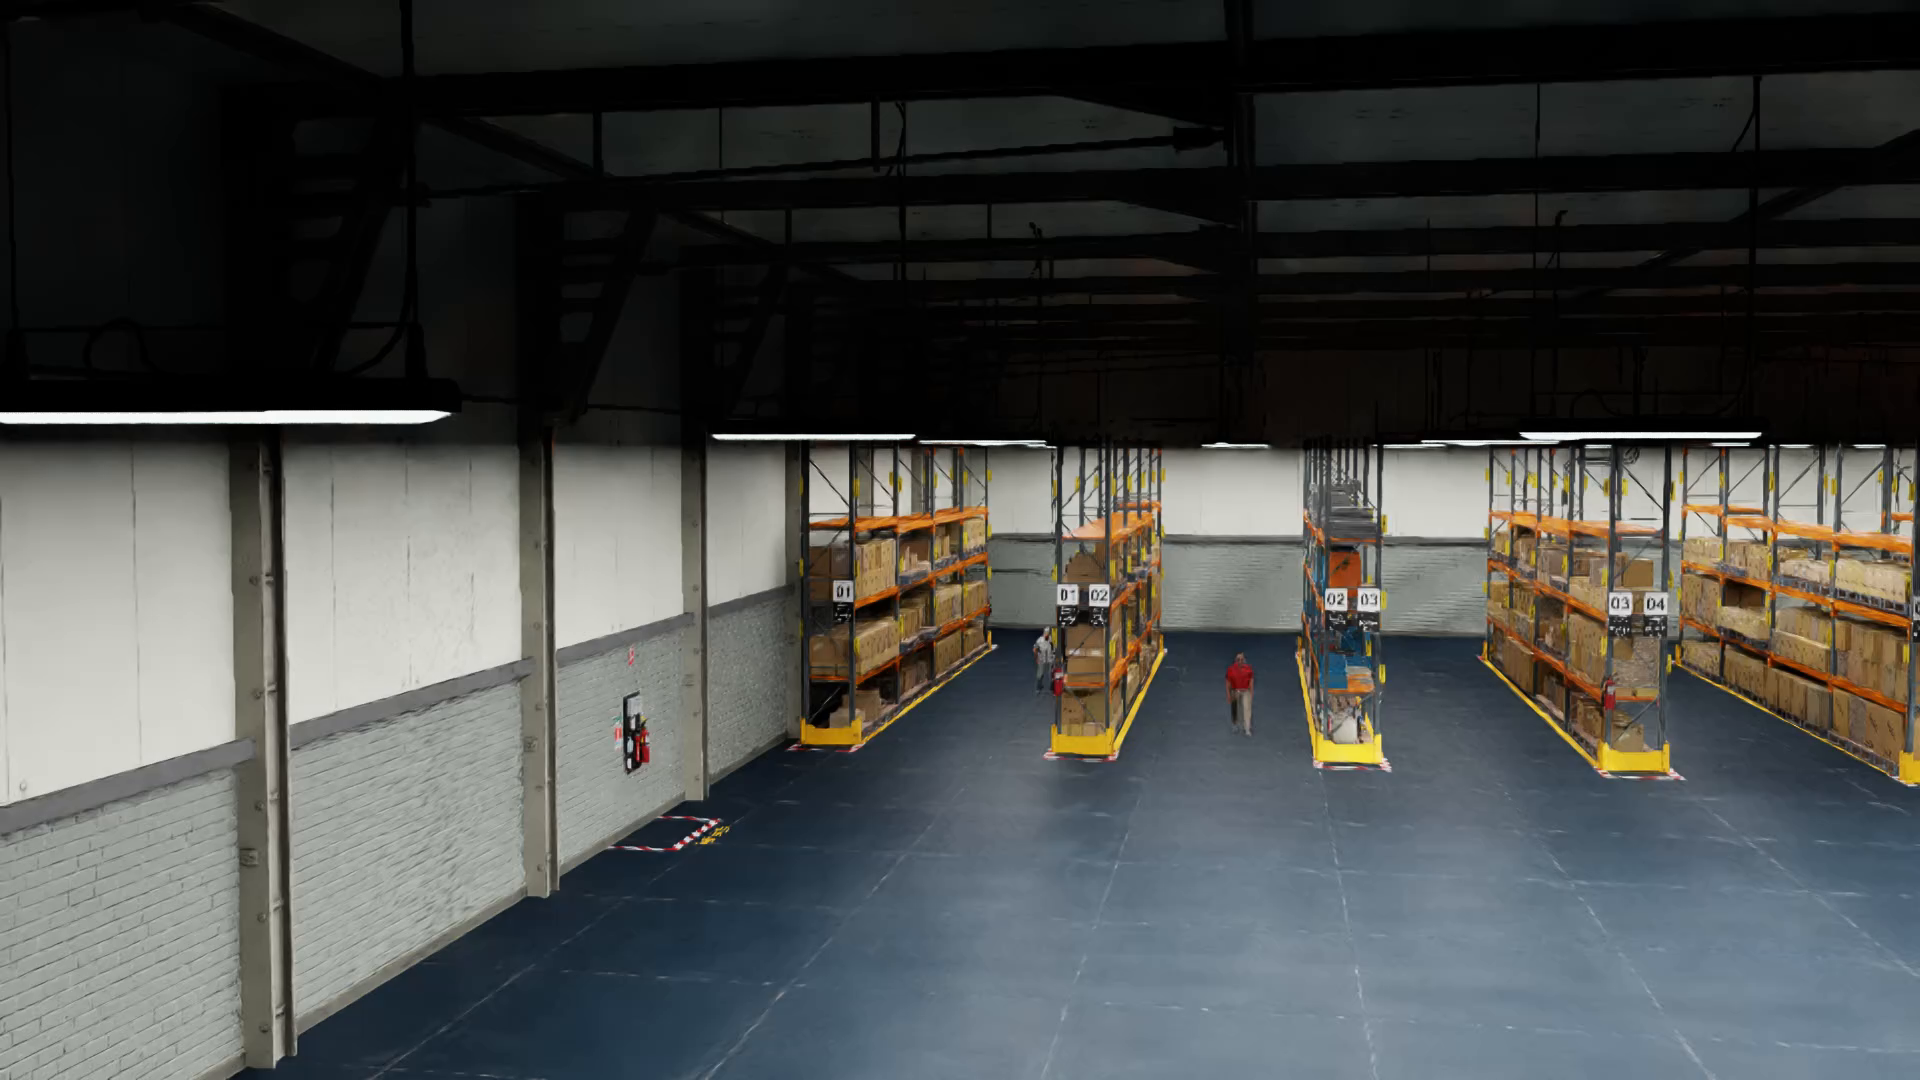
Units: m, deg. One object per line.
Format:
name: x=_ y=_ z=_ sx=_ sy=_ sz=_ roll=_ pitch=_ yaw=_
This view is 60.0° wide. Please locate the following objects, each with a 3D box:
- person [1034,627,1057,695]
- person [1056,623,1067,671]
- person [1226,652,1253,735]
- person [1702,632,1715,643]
person: x=2.029 y=2.822 z=38.897 sx=0.625 sy=1.611 sz=0.582 roll=0 pitch=3 yaw=8
person: x=2.703 y=2.579 z=42.094 sx=0.598 sy=1.698 sz=1.193 roll=1 pitch=3 yaw=13
person: x=5.621 y=3.067 z=33.443 sx=0.547 sy=1.641 sz=1.115 roll=0 pitch=3 yaw=9
person: x=20.502 y=2.437 z=45.532 sx=0.434 sy=1.659 sz=0.654 roll=3 pitch=4 yaw=41
